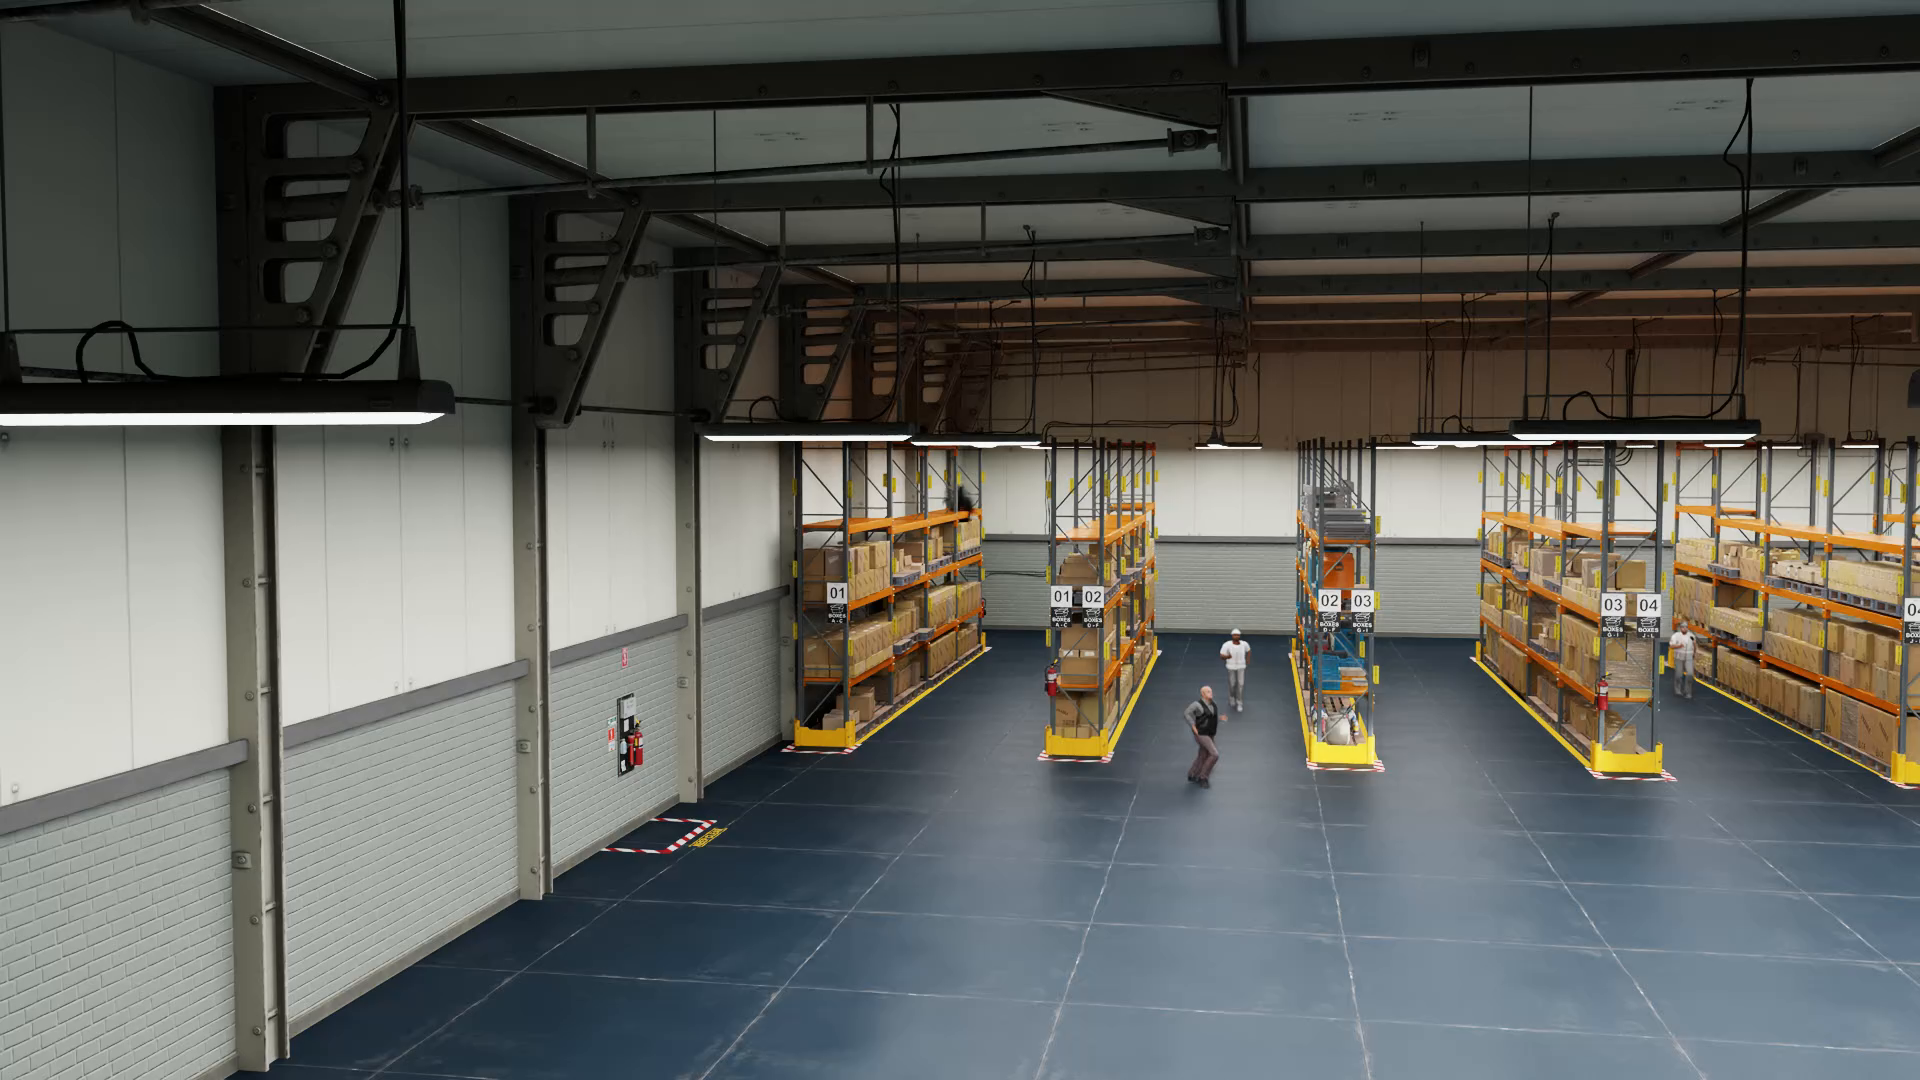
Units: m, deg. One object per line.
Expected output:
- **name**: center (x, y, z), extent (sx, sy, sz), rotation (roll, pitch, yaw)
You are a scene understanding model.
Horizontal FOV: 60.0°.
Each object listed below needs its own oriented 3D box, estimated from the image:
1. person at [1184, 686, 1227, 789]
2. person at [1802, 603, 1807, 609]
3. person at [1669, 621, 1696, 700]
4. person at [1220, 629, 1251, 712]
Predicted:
- **person**: center (4.214, 3.375, 28.427), extent (0.742, 1.768, 0.627), rotation (3, 4, 40)
- **person**: center (23.163, 2.485, 45.314), extent (0.880, 1.674, 0.590), rotation (1, 3, 17)
- **person**: center (16.854, 2.792, 38.731), extent (0.640, 1.845, 0.755), rotation (1, 3, 12)
- **person**: center (6.113, 2.862, 36.861), extent (0.688, 1.788, 0.891), rotation (0, 3, 5)
